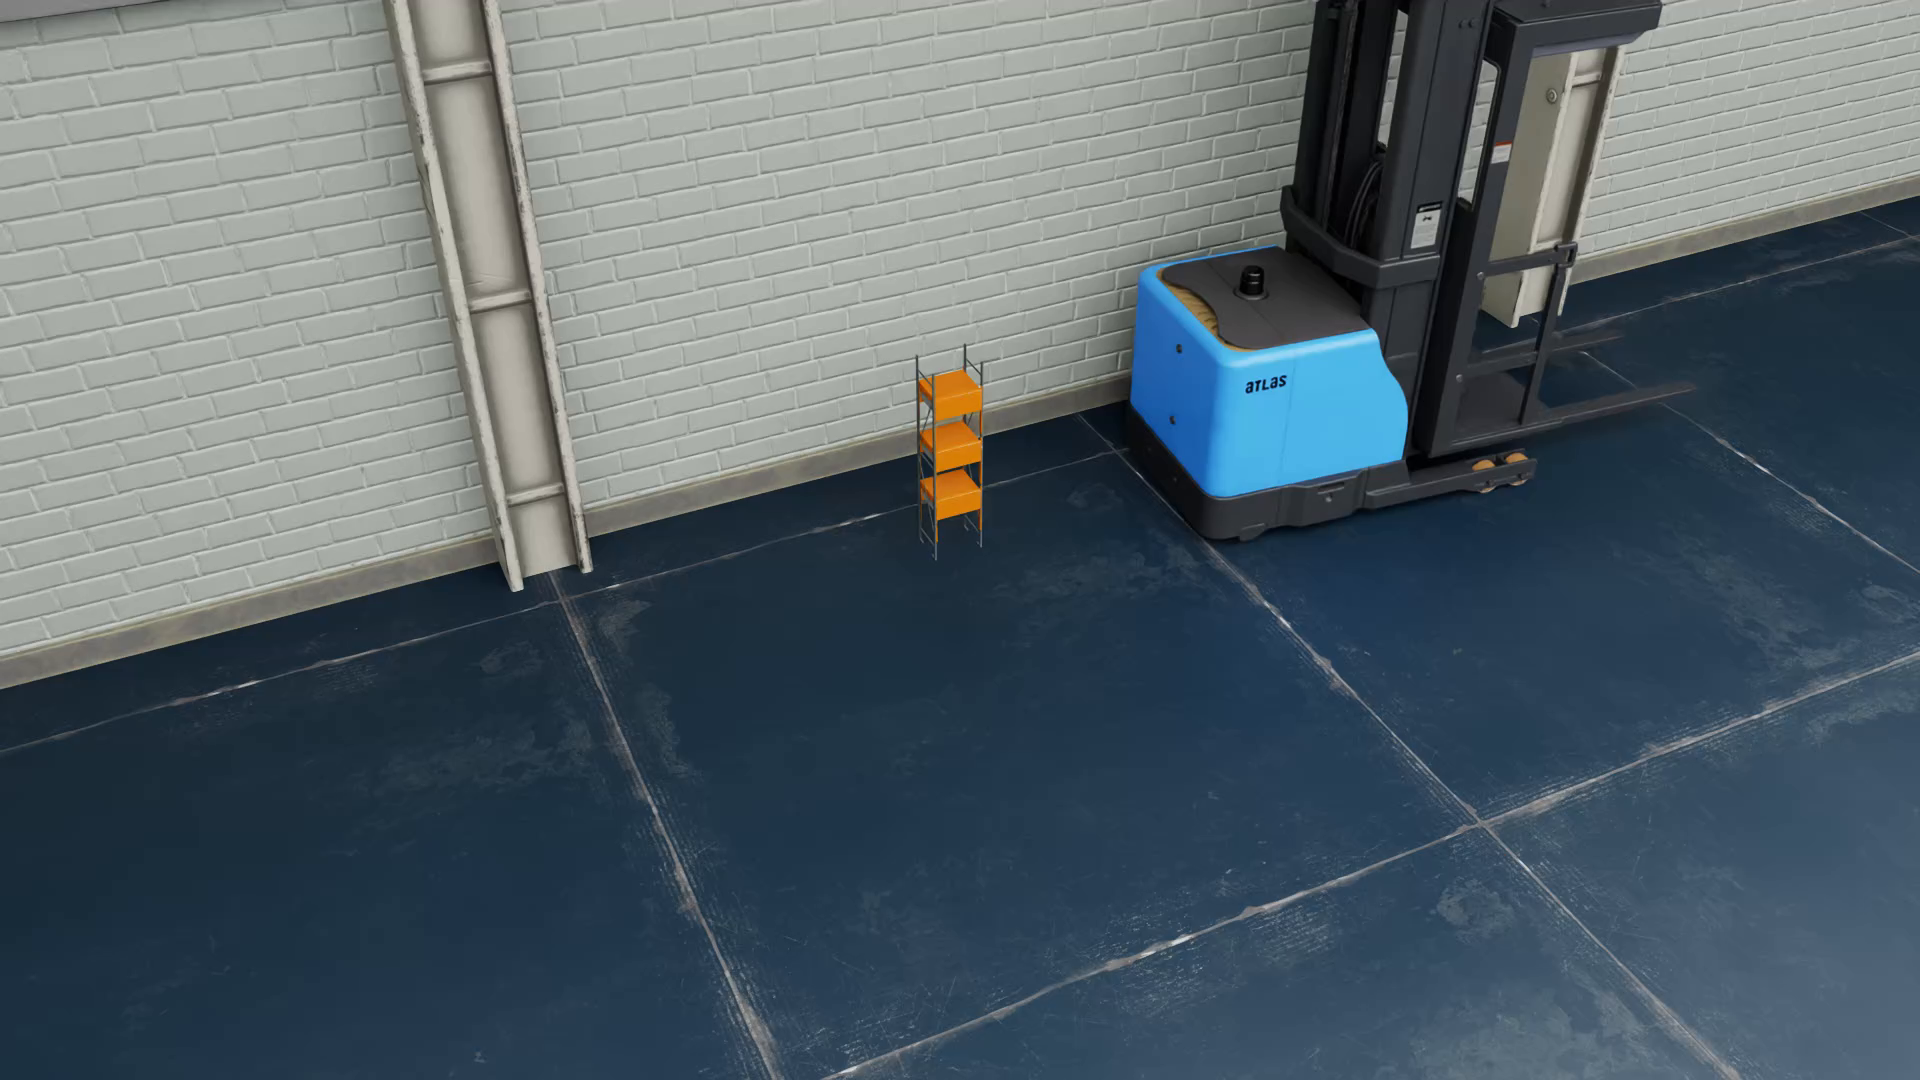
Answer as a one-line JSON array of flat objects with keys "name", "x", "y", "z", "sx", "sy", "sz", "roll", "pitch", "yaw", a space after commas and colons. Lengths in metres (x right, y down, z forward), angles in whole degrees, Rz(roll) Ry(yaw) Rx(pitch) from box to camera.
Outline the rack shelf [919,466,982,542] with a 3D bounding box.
[{"name": "rack shelf", "x": -0.048, "y": -0.176, "z": 8.091, "sx": 0.240, "sy": 0.259, "sz": 0.215, "roll": -16, "pitch": 39, "yaw": -20}]

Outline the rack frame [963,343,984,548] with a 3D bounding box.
[{"name": "rack frame", "x": 0.062, "y": -0.439, "z": 7.961, "sx": 0.008, "sy": 1.050, "sz": 0.200, "roll": -16, "pitch": 39, "yaw": -20}]

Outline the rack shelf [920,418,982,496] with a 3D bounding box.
[{"name": "rack shelf", "x": -0.048, "y": -0.400, "z": 7.925, "sx": 0.240, "sy": 0.259, "sz": 0.215, "roll": -16, "pitch": 39, "yaw": -20}]

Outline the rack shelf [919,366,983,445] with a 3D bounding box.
[{"name": "rack shelf", "x": -0.048, "y": -0.628, "z": 7.756, "sx": 0.240, "sy": 0.259, "sz": 0.215, "roll": -16, "pitch": 39, "yaw": -20}]

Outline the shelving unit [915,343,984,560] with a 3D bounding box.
[{"name": "shelving unit", "x": -0.048, "y": -0.408, "z": 7.919, "sx": 0.252, "sy": 1.050, "sz": 0.215, "roll": -16, "pitch": 39, "yaw": -20}]

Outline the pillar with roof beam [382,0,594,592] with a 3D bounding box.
[{"name": "pillar with roof beam", "x": -0.189, "y": -1.177, "z": 2.283, "sx": 0.400, "sy": 9.000, "sz": 9.100, "roll": -16, "pitch": 39, "yaw": -20}]

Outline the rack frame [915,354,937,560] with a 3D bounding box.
[{"name": "rack frame", "x": -0.159, "y": -0.377, "z": 7.877, "sx": 0.008, "sy": 1.050, "sz": 0.200, "roll": -16, "pitch": 39, "yaw": -20}]

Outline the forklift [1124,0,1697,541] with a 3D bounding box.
[{"name": "forklift", "x": 2.448, "y": -1.705, "z": 8.088, "sx": 3.031, "sy": 2.935, "sz": 1.130, "roll": -12, "pitch": 38, "yaw": -16}]

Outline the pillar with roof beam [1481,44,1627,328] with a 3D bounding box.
[{"name": "pillar with roof beam", "x": 5.242, "y": -2.696, "z": 4.331, "sx": 0.400, "sy": 9.000, "sz": 9.100, "roll": -16, "pitch": 39, "yaw": -20}]
